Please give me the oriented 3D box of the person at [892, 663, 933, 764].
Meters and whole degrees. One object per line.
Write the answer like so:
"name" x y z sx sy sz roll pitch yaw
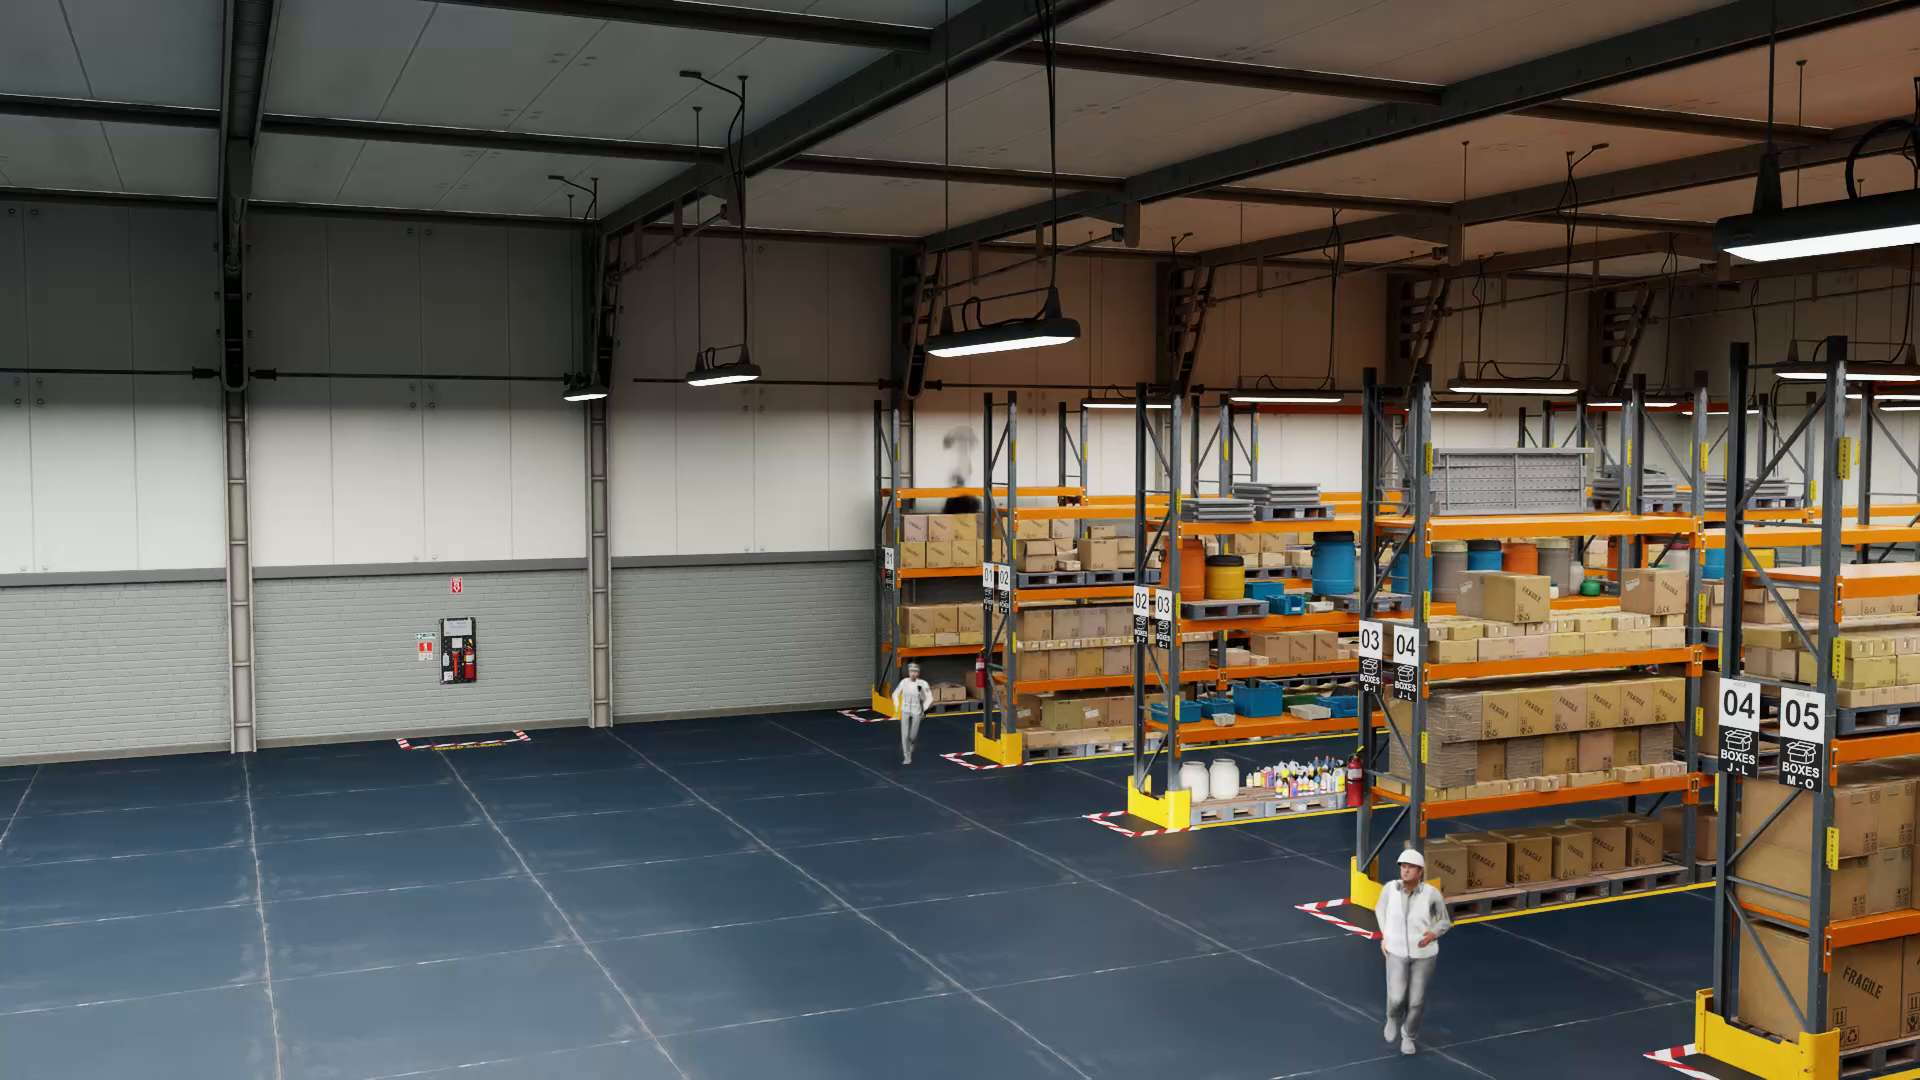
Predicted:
"person" -0.768 2.790 26.939 0.659 1.634 0.646 0 3 7

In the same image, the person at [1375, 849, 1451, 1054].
"person" 3.787 3.475 13.986 0.646 1.732 0.576 1 4 21
